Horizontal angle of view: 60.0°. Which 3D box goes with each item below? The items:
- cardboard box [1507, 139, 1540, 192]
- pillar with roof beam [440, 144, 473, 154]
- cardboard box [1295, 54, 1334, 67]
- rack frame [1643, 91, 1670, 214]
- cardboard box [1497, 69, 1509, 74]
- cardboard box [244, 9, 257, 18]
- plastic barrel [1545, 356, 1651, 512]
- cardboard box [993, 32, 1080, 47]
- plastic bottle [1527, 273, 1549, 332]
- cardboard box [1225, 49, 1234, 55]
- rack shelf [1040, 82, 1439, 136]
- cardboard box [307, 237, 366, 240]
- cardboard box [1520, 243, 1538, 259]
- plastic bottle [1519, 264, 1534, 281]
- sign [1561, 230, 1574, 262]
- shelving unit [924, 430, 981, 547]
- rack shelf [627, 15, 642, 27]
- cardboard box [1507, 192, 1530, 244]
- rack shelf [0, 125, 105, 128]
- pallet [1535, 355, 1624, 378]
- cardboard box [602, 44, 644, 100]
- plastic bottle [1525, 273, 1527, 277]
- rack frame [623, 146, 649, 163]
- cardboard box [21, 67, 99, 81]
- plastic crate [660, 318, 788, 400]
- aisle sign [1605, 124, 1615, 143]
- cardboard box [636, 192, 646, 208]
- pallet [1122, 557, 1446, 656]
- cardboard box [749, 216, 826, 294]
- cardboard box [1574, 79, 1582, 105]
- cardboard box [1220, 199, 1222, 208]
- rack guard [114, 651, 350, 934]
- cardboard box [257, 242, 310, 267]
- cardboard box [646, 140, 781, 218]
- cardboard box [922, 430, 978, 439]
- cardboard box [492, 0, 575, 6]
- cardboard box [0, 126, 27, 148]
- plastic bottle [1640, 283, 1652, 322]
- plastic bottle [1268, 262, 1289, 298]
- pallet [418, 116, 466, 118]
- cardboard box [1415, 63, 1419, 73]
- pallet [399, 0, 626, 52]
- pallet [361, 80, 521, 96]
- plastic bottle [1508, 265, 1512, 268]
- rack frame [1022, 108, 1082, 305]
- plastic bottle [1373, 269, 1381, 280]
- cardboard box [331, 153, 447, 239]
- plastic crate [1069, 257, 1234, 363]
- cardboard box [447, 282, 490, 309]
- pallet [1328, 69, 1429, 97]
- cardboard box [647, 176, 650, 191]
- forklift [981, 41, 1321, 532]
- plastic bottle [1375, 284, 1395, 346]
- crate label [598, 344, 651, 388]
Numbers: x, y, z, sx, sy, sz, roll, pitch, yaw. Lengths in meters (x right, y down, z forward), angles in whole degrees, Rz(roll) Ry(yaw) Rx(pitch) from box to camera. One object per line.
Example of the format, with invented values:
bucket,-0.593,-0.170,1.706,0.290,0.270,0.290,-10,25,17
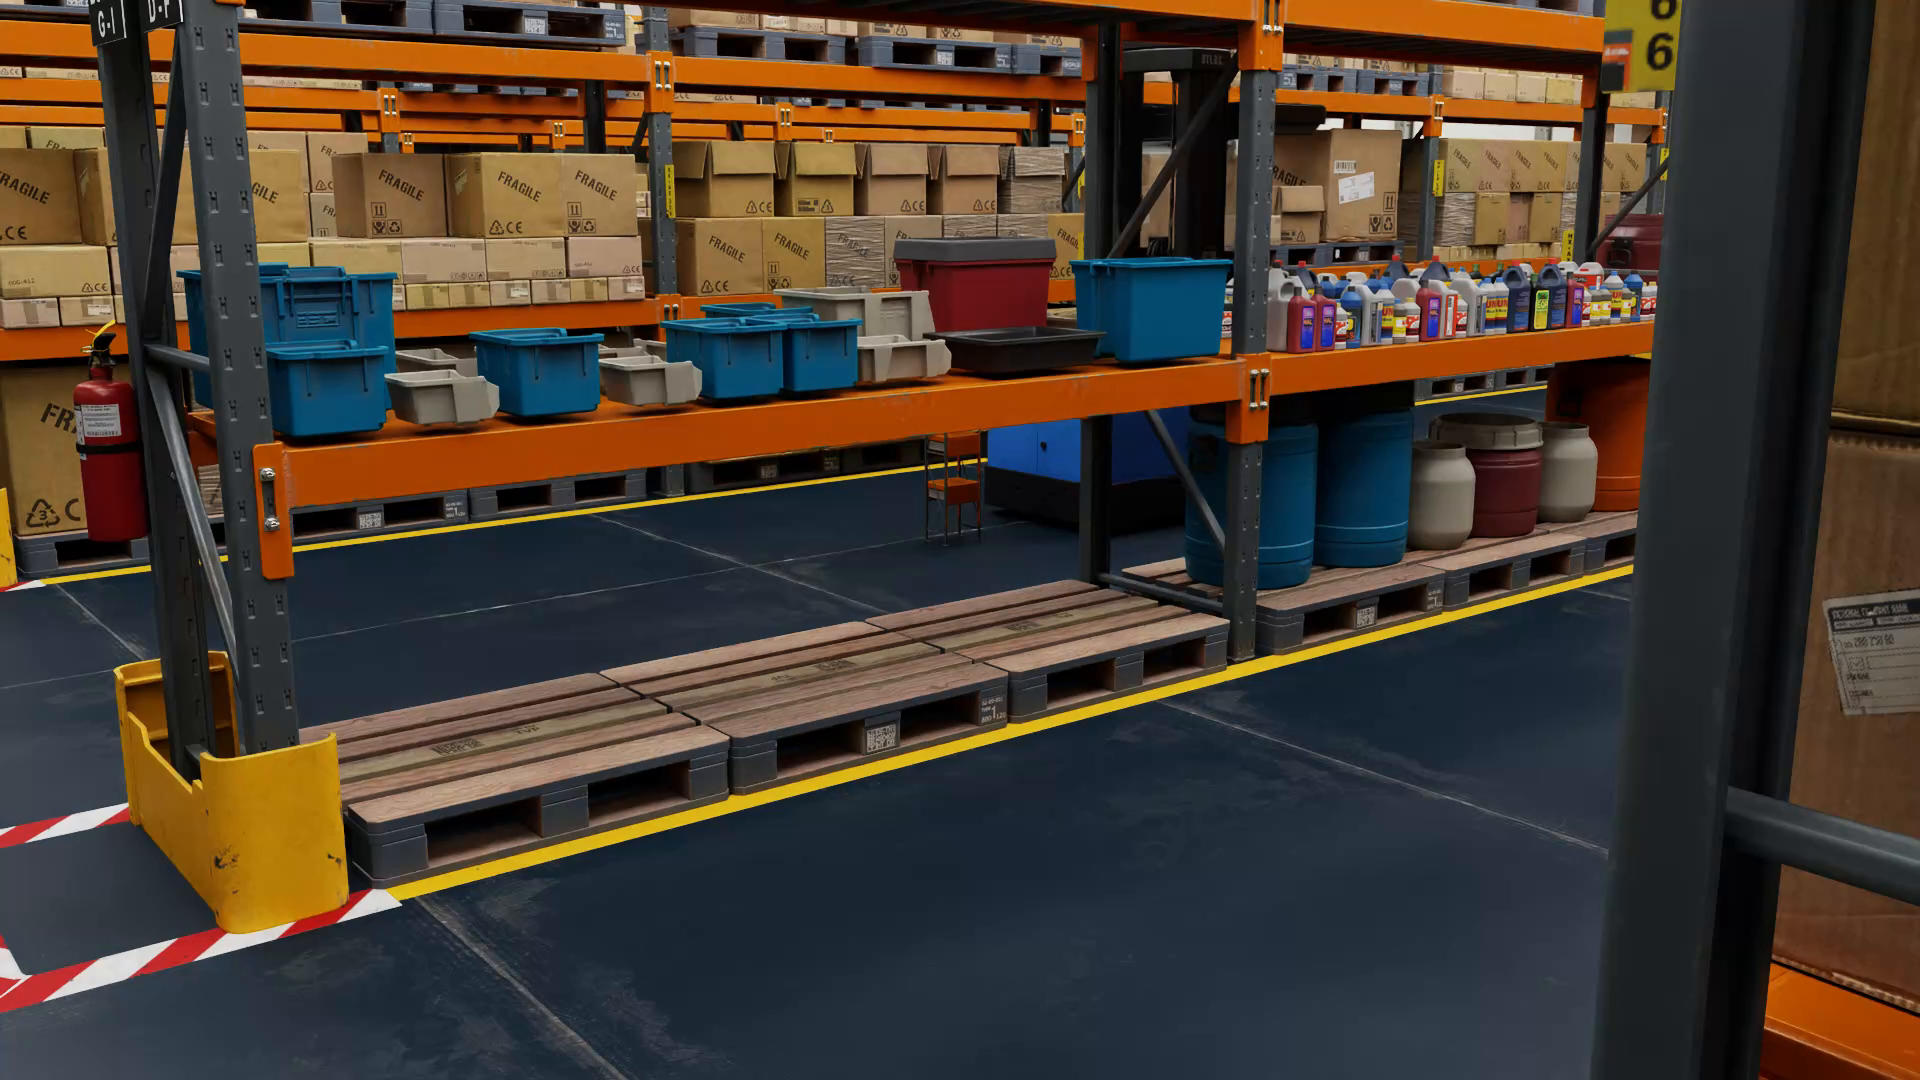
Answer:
cardboard box,5.360,-3.696,16.450,0.500,0.500,0.500,-9,15,-38
pillar with roof beam,-5.204,-7.310,22.391,0.400,9.000,9.100,-9,15,-38
cardboard box,2.906,-4.422,14.749,0.637,0.503,0.797,-9,15,-35
rack frame,7.193,-3.385,18.347,0.127,3.000,1.000,-9,15,-38
cardboard box,5.071,-4.563,16.076,0.250,0.149,0.380,-9,15,-36
cardboard box,-5.914,-4.304,13.654,0.250,0.149,0.380,-9,15,-36
plastic barrel,3.669,-0.621,9.545,0.708,0.830,0.600,-9,15,-38
cardboard box,0.515,-3.979,12.665,0.637,0.503,0.797,-8,15,-34
plastic bottle,2.850,-1.175,8.222,0.133,0.283,0.061,-9,15,-38
cardboard box,1.872,-4.192,13.483,0.500,0.500,0.500,-9,15,-37
rack shelf,2.508,-3.722,14.444,4.000,0.370,1.077,-9,15,-38
cardboard box,-3.890,-1.687,9.996,0.500,0.250,0.500,-9,15,-38
cardboard box,5.588,-2.919,16.758,0.250,0.149,0.380,-9,15,-38
plastic bottle,3.139,-1.419,9.388,0.135,0.276,0.152,-9,15,-38
sign,3.691,-1.711,10.074,0.005,0.325,0.100,-9,15,-38
shelving unit,-0.042,-0.507,9.487,0.252,1.050,0.215,-9,15,-38
rack shelf,-3.683,-6.601,21.744,4.000,0.370,1.077,-9,15,-38
cardboard box,5.200,-3.249,16.751,0.500,0.500,0.875,-9,15,-38
rack shelf,-13.034,-5.095,20.914,4.000,0.370,1.077,-9,15,-38
pallet,6.477,-1.911,18.121,1.213,0.211,1.003,-9,15,-38
cardboard box,-3.136,-4.434,15.826,0.500,0.500,0.500,-9,15,-38
plastic bottle,2.812,-1.185,8.268,0.133,0.283,0.061,-9,15,-38
rack frame,-5.225,-5.278,27.262,0.127,3.000,1.000,-9,15,-38
cardboard box,-7.002,-3.673,12.847,0.500,0.250,0.500,-10,16,-39
plastic crate,-0.780,-0.602,5.502,0.300,0.233,0.416,-9,15,-38
aisle sign,7.054,-4.713,18.344,0.004,0.787,0.394,-9,15,-38
cardboard box,-3.181,-3.232,15.792,0.250,0.149,0.380,-9,15,-35
pallet,1.545,0.246,7.960,1.213,0.211,1.003,-9,15,-38
cardboard box,-1.270,-1.961,11.402,0.500,0.500,0.500,-9,15,-38
cardboard box,6.182,-4.545,16.949,0.500,0.250,0.500,-9,15,-36
cardboard box,2.980,-4.093,21.322,0.550,0.550,0.875,-9,15,-38
rack guard,-2.217,0.723,5.022,0.348,0.500,1.175,-9,15,-38
cardboard box,-3.961,-1.532,9.269,0.500,0.250,0.500,-10,16,-40
cardboard box,-1.684,-2.451,11.296,0.637,0.503,0.797,-10,16,-39
cardboard box,-0.307,-1.312,12.691,0.875,0.875,1.225,-9,15,-37
cardboard box,-2.751,-3.487,10.114,0.500,0.500,0.700,-11,16,-41
cardboard box,-7.414,-2.891,12.660,0.500,0.500,0.500,-9,15,-36
plastic bottle,3.633,-1.270,8.866,0.097,0.201,0.097,0,12,0
plastic bottle,1.520,-1.149,7.938,0.185,0.351,0.144,-9,15,-38
pallet,-6.586,-5.091,19.617,1.213,0.211,1.003,-9,15,-35
cardboard box,4.409,-4.564,16.079,0.250,0.149,0.380,-9,15,-37
pallet,-2.823,-3.147,10.220,1.213,0.211,1.003,-9,15,-38
pallet,-4.648,-4.083,14.868,1.003,0.211,1.213,-9,15,-38
plastic bottle,3.070,-1.396,9.292,0.097,0.271,0.097,0,12,0
rack frame,1.050,-3.683,19.753,0.127,3.000,1.000,-9,15,-38
plastic bottle,2.140,-1.269,8.663,0.133,0.283,0.061,-9,15,-38
cardboard box,-3.504,-2.115,10.207,0.500,0.500,0.500,-10,16,-39
plastic crate,0.765,-0.930,6.681,0.575,0.384,0.392,-9,15,-38
cardboard box,-3.014,-1.478,9.975,0.250,0.149,0.380,-9,15,-37
pallet,3.521,-4.178,15.315,1.003,0.211,1.213,-9,15,-38
cardboard box,-3.936,-4.513,21.695,0.500,0.500,0.500,-9,15,-37
forklift,1.560,-1.714,10.644,3.031,2.935,1.130,-10,16,-40
plastic bottle,1.910,-1.018,7.510,0.097,0.271,0.097,0,12,0
crate label,-1.245,-0.616,5.799,0.243,0.136,0.396,-9,15,-38
